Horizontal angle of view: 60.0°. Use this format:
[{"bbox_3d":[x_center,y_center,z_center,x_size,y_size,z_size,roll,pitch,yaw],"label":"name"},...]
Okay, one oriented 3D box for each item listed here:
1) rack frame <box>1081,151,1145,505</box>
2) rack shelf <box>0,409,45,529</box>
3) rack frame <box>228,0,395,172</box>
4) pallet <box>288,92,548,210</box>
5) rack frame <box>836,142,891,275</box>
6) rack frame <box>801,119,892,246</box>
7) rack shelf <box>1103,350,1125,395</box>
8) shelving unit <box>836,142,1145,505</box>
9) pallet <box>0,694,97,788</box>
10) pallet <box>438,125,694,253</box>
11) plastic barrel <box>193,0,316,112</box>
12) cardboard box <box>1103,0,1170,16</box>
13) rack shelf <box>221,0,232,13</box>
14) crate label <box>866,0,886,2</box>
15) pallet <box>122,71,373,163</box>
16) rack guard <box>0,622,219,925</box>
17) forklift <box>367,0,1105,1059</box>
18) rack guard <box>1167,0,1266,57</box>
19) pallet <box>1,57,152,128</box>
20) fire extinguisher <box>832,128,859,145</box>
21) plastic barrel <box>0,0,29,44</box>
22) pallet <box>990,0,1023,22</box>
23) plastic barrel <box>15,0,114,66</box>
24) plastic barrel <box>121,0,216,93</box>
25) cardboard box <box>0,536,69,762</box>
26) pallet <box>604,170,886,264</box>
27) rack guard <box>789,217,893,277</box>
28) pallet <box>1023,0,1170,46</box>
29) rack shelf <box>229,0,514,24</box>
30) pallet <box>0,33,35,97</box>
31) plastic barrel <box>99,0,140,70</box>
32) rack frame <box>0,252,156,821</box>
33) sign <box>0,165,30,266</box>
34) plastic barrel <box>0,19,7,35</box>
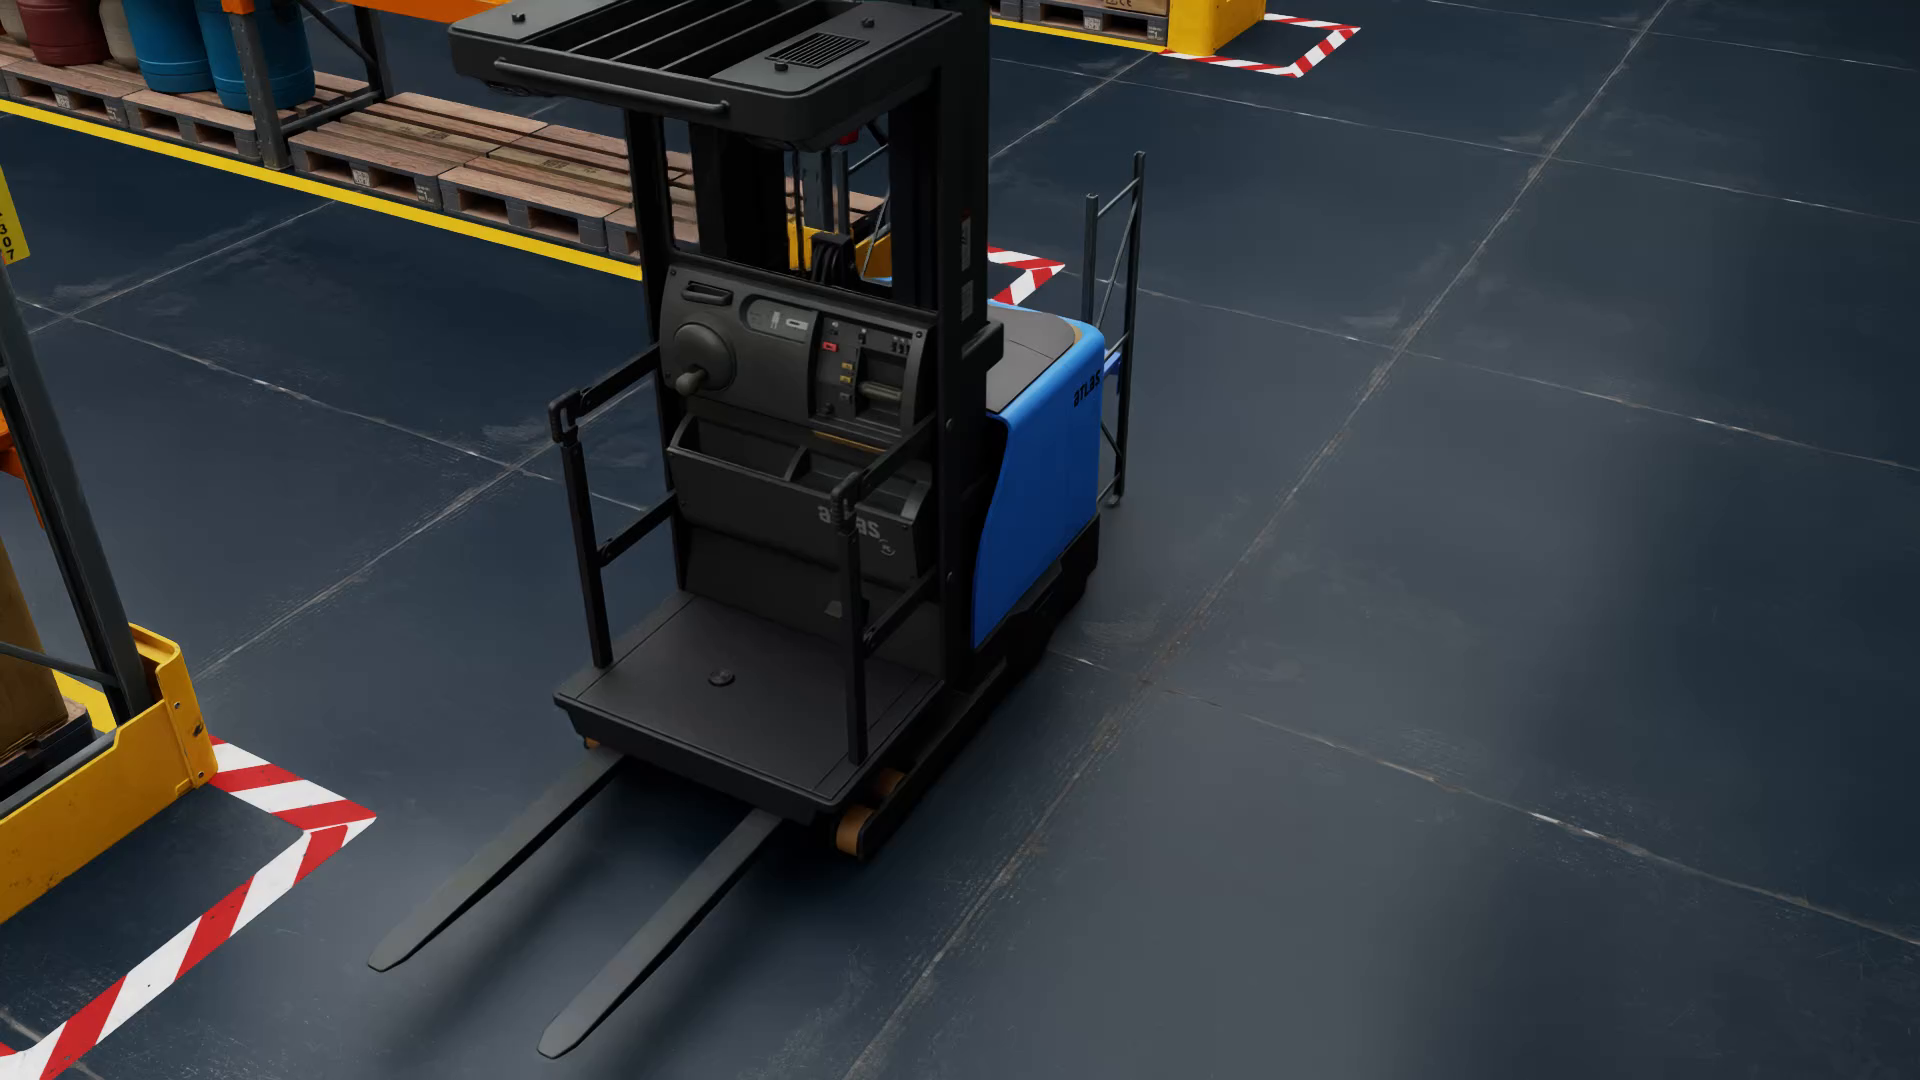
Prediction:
[{"bbox_3d":[0.569,-0.705,6.455,0.032,1.500,0.500,16,37,22],"label":"rack frame"},{"bbox_3d":[-4.665,-0.506,5.453,4.000,0.370,1.077,18,37,24],"label":"rack shelf"},{"bbox_3d":[-3.944,-3.739,9.659,0.127,3.000,1.000,18,37,24],"label":"rack frame"},{"bbox_3d":[-3.286,-2.395,10.156,1.213,0.211,1.003,18,37,24],"label":"pallet"},{"bbox_3d":[-0.340,-0.957,6.834,0.032,1.500,0.500,16,37,22],"label":"rack frame"},{"bbox_3d":[-0.471,-2.639,8.007,0.127,3.000,1.000,18,37,24],"label":"rack frame"},{"bbox_3d":[0.115,-0.681,6.744,1.000,0.185,0.538,16,37,22],"label":"rack shelf"},{"bbox_3d":[0.115,-0.831,6.645,1.048,1.500,0.538,16,37,22],"label":"shelving unit"},{"bbox_3d":[-3.662,0.723,5.474,1.213,0.211,1.003,18,37,24],"label":"pallet"},{"bbox_3d":[-2.223,-2.060,9.653,1.213,0.211,1.003,18,37,24],"label":"pallet"},{"bbox_3d":[-4.408,-3.198,10.361,0.708,0.901,0.600,18,37,24],"label":"plastic barrel"},{"bbox_3d":[1.396,-4.196,12.202,0.500,0.500,0.500,18,37,24],"label":"cardboard box"},{"bbox_3d":[-5.680,-3.990,10.684,4.000,0.370,1.077,18,37,24],"label":"rack shelf"},{"bbox_3d":[-0.522,-2.821,8.377,0.303,0.233,0.416,18,37,24],"label":"crate label"},{"bbox_3d":[-4.593,-2.811,10.781,1.213,0.211,1.003,18,37,24],"label":"pallet"},{"bbox_3d":[-2.908,0.791,5.111,0.348,0.500,1.175,18,37,24],"label":"rack guard"},{"bbox_3d":[-0.616,-0.509,4.870,1.130,2.935,3.031,17,37,24],"label":"forklift"},{"bbox_3d":[1.924,-4.002,12.309,0.348,0.500,1.175,18,37,24],"label":"rack guard"},{"bbox_3d":[-5.656,-3.146,11.284,1.213,0.211,1.003,18,37,24],"label":"pallet"},{"bbox_3d":[-0.565,-2.192,7.741,0.183,0.674,0.296,18,37,24],"label":"fire extinguisher"},{"bbox_3d":[-6.449,-3.740,11.526,0.421,0.512,0.421,0,34,0],"label":"plastic barrel"},{"bbox_3d":[0.176,-4.437,13.223,1.213,0.211,1.003,18,37,24],"label":"pallet"},{"bbox_3d":[-6.003,-3.573,11.207,0.708,0.588,0.600,18,37,24],"label":"plastic barrel"},{"bbox_3d":[-5.022,-3.393,10.654,0.708,0.901,0.600,18,37,24],"label":"plastic barrel"},{"bbox_3d":[-3.524,0.316,5.107,0.875,0.875,0.875,18,37,24],"label":"cardboard box"},{"bbox_3d":[-1.168,-1.724,9.149,1.213,0.211,1.003,18,37,24],"label":"pallet"},{"bbox_3d":[-0.444,-1.598,8.699,0.348,0.500,1.175,18,37,24],"label":"rack guard"},{"bbox_3d":[1.231,-4.101,12.718,1.213,0.211,1.003,18,37,24],"label":"pallet"},{"bbox_3d":[-2.207,-2.890,9.032,4.000,0.370,1.077,18,37,24],"label":"rack shelf"},{"bbox_3d":[-6.711,-3.482,11.788,1.213,0.211,1.003,18,37,24],"label":"pallet"},{"bbox_3d":[-5.468,-3.429,11.059,0.421,0.512,0.421,0,34,0],"label":"plastic barrel"},{"bbox_3d":[-2.928,-0.256,4.428,0.127,3.000,1.000,18,37,24],"label":"rack frame"},{"bbox_3d":[-2.648,-0.914,4.564,0.005,0.325,0.100,18,37,24],"label":"sign"},{"bbox_3d":[-6.983,-3.984,11.606,0.708,0.830,0.600,18,37,24],"label":"plastic barrel"}]
